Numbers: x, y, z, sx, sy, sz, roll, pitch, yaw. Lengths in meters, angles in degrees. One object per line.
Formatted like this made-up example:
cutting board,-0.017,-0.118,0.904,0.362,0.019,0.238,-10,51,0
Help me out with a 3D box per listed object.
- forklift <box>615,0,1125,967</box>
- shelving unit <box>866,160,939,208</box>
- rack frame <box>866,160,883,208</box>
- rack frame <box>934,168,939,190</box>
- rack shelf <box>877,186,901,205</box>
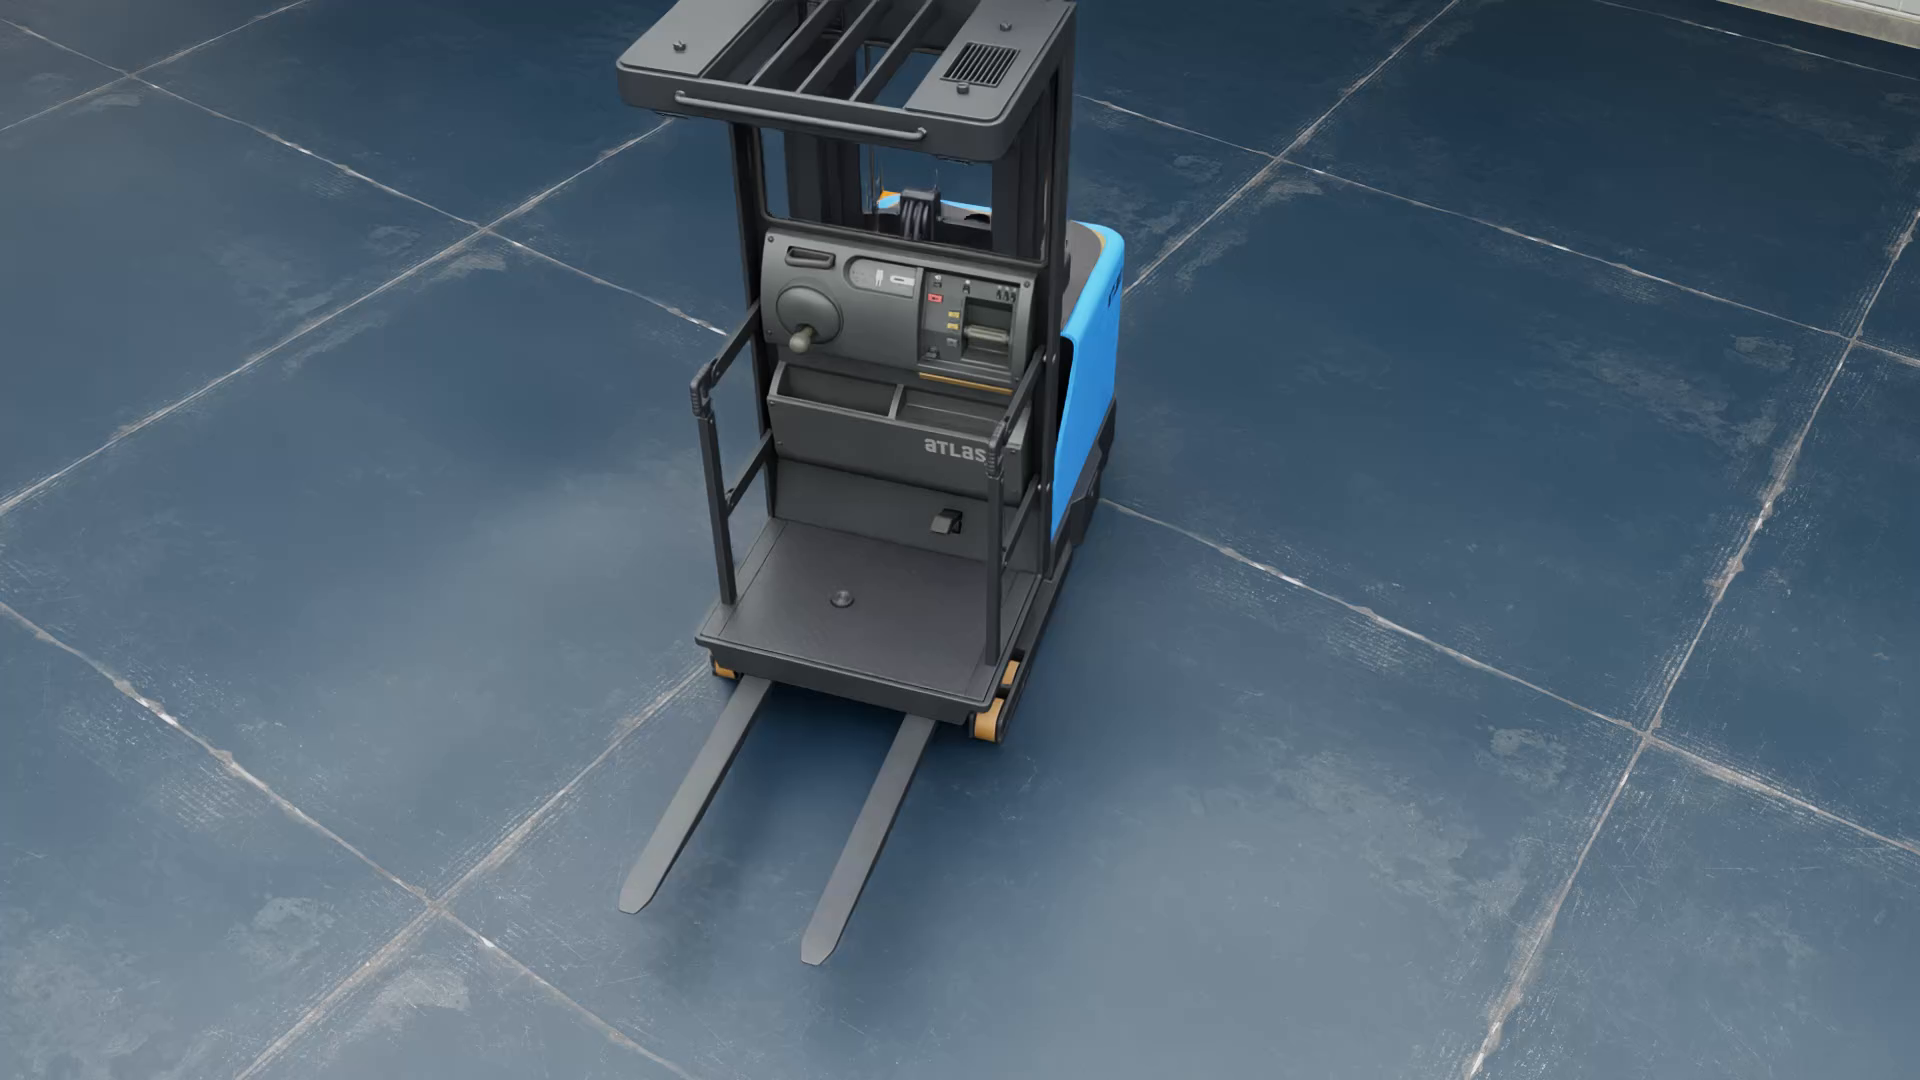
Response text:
forklift,-0.277,-0.677,5.308,1.130,2.935,3.031,12,43,13
shelving unit,-0.237,-1.109,7.203,0.252,1.050,0.215,10,43,11
rack frame,-0.354,-1.130,7.226,0.008,1.050,0.200,10,43,11
rack frame,-0.119,-1.089,7.179,0.008,1.050,0.200,10,43,11
rack shelf,-0.237,-1.313,7.020,0.240,0.259,0.215,10,43,11
